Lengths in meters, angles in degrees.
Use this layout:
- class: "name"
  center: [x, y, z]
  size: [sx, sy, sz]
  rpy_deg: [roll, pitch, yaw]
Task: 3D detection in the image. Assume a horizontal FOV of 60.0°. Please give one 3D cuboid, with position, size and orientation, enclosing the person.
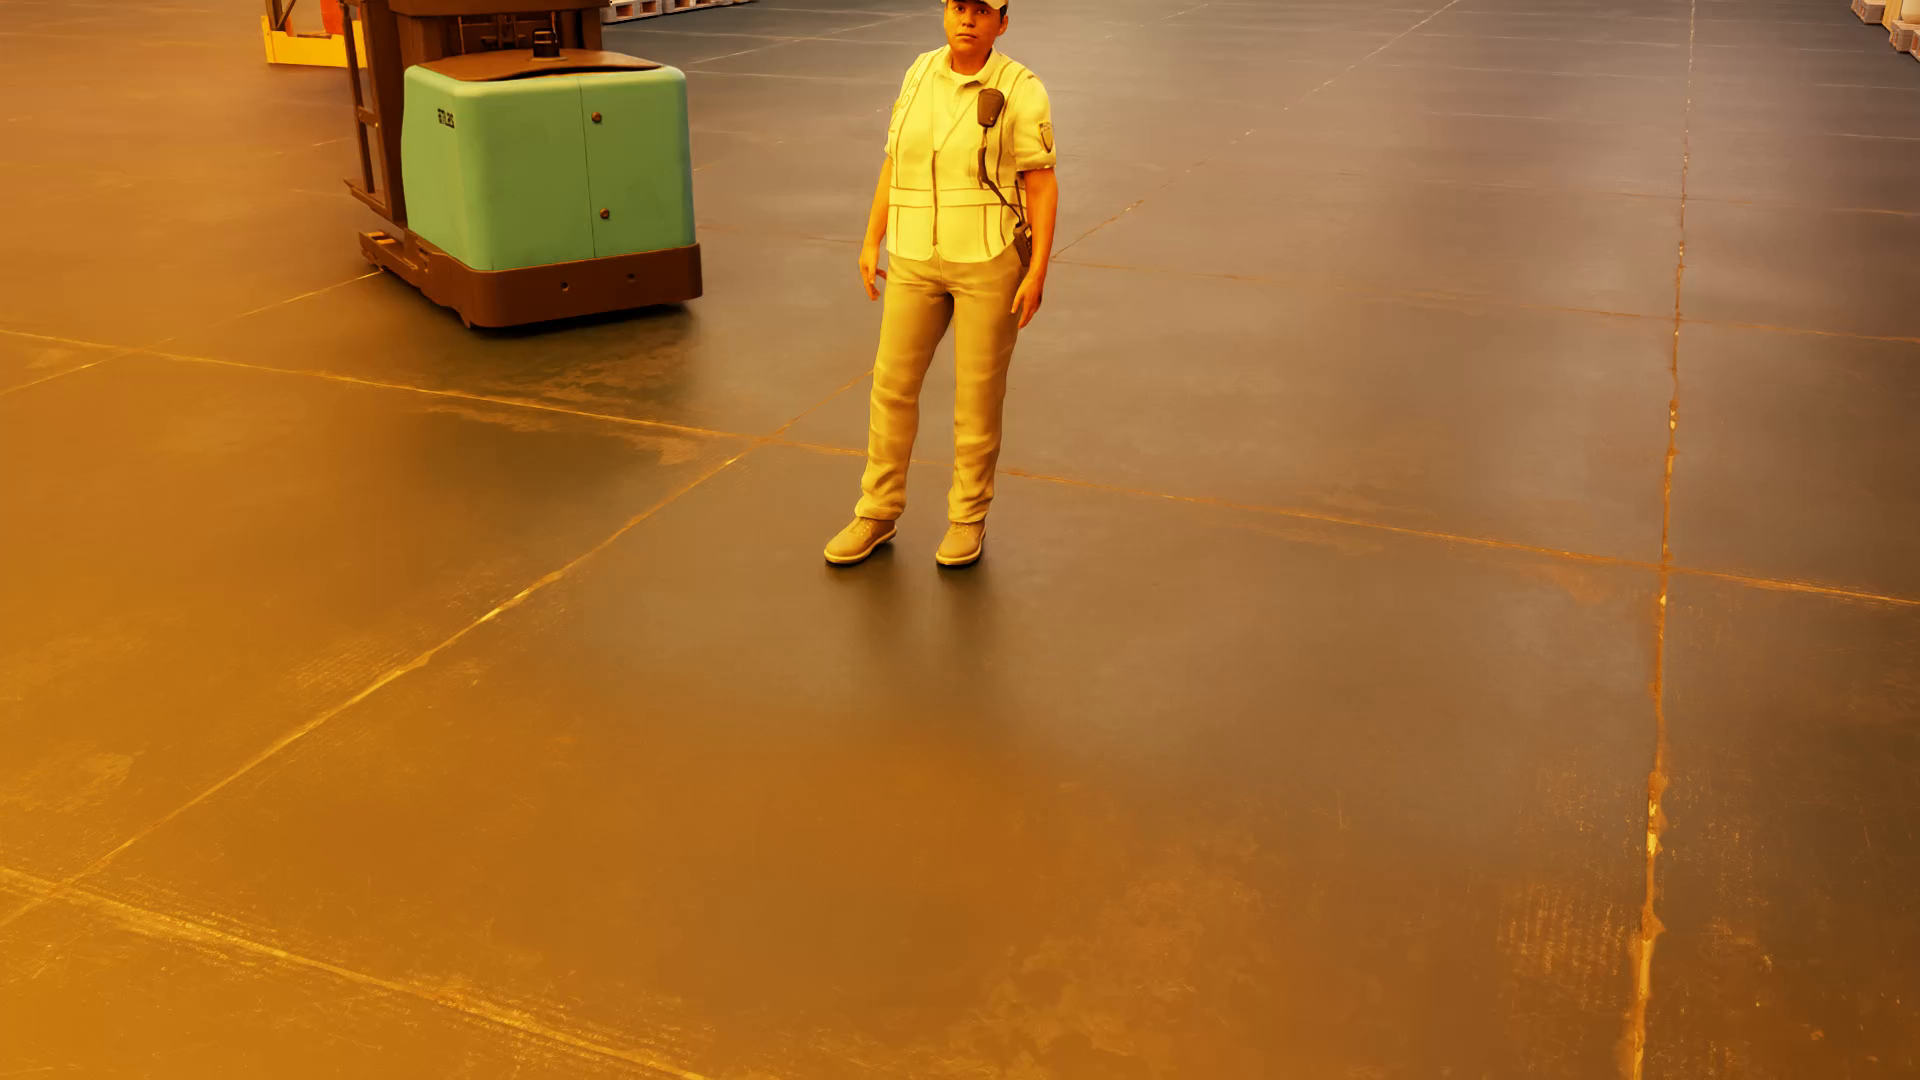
- class: "person"
  center: [-0.050, -0.753, 4.711]
  size: [0.598, 1.670, 0.529]
  rpy_deg: [9, 24, 21]

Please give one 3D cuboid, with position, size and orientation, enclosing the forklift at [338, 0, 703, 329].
- class: "forklift"
  center: [-2.389, -2.774, 7.928]
  size: [1.130, 2.935, 3.031]
  rpy_deg: [-14, 26, -30]
